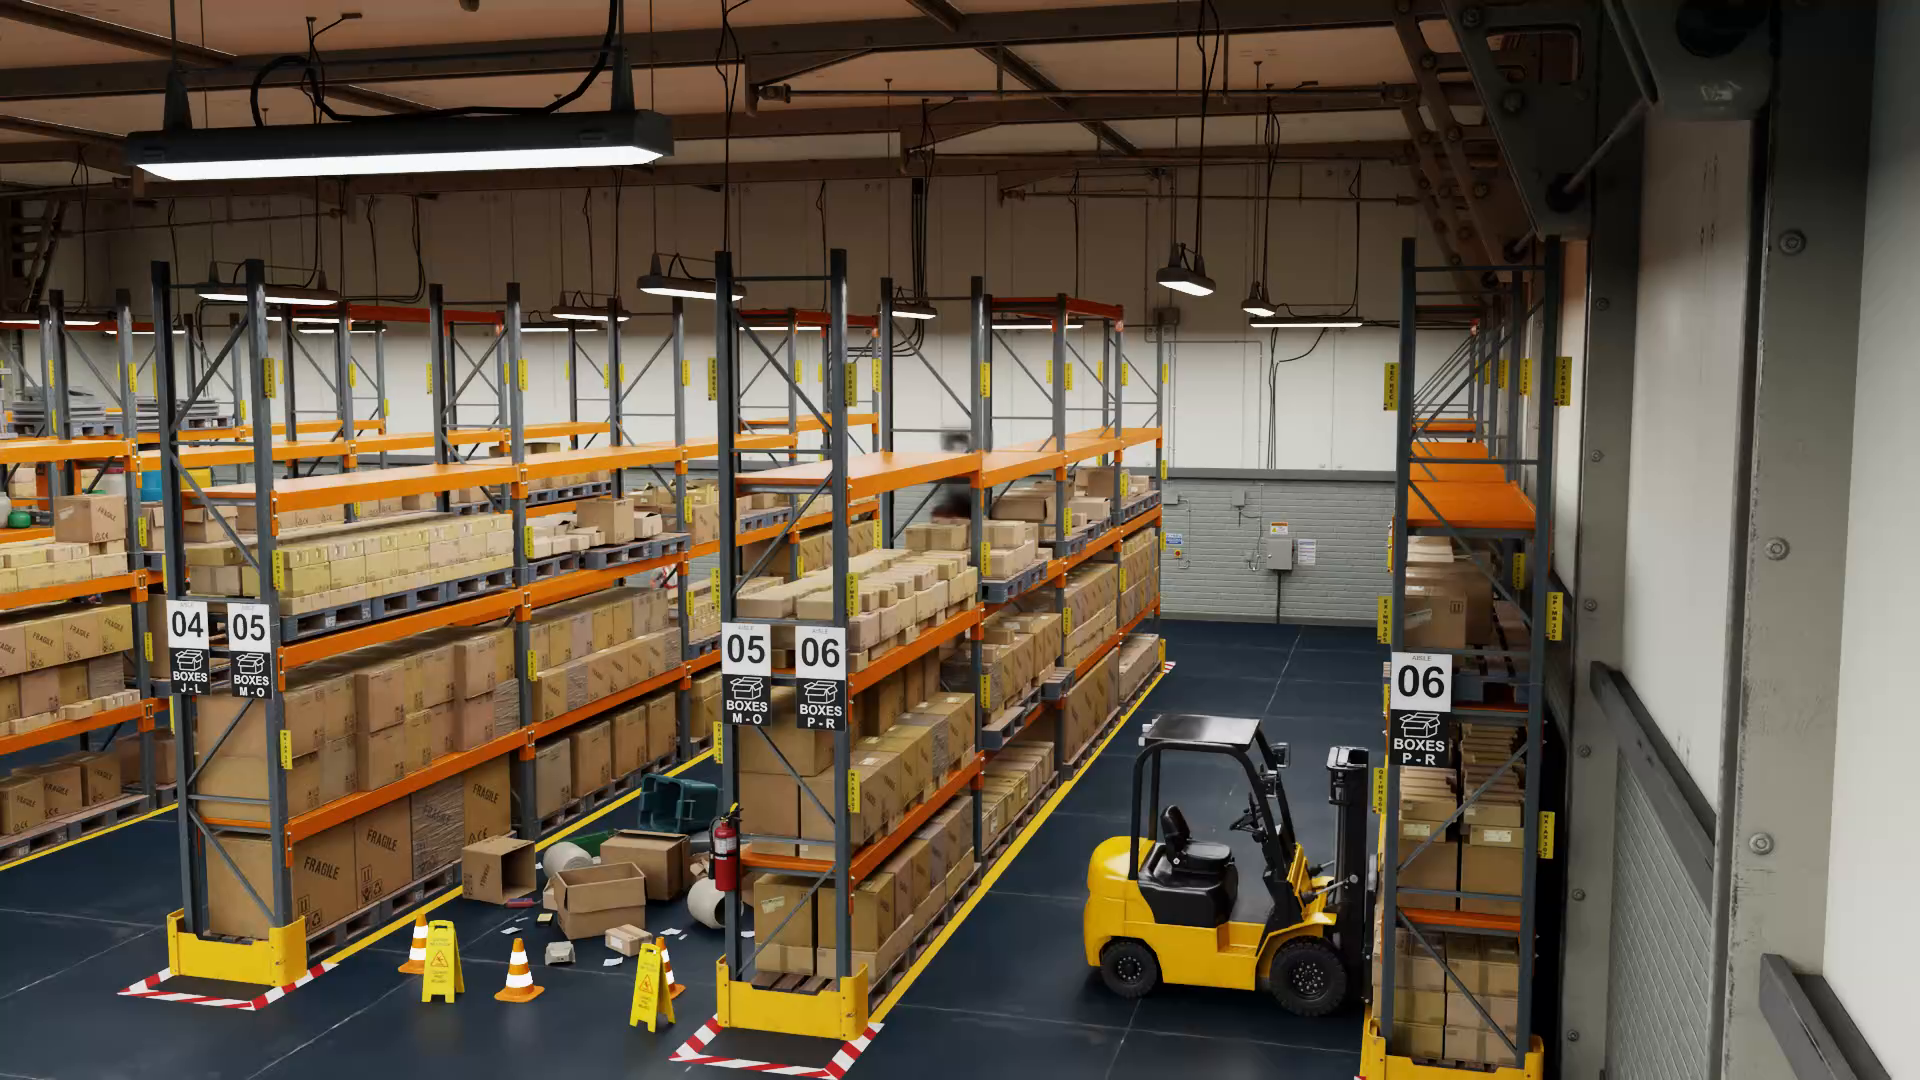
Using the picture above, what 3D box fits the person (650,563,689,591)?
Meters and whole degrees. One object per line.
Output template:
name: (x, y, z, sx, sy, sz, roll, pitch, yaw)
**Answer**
person: (-5.321, 1.038, 30.923, 0.726, 1.730, 0.574, -6, 8, -44)
